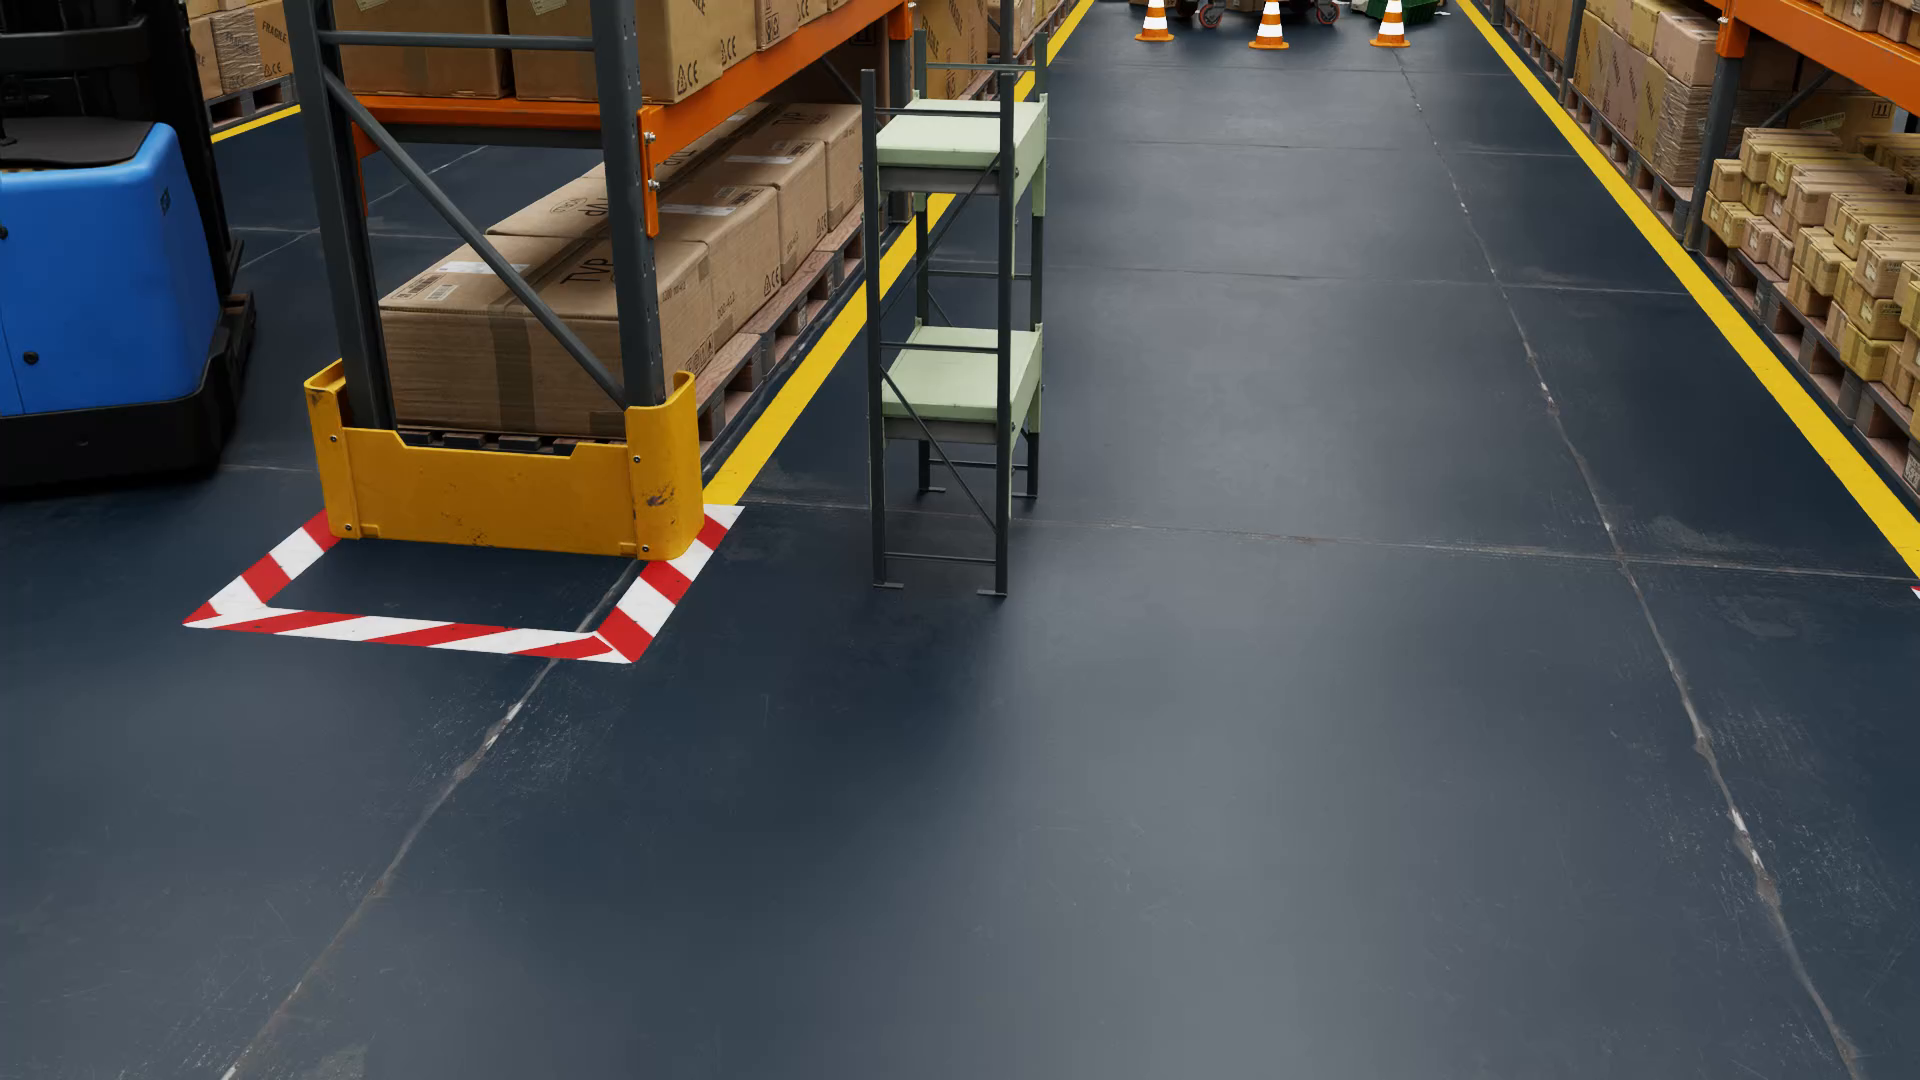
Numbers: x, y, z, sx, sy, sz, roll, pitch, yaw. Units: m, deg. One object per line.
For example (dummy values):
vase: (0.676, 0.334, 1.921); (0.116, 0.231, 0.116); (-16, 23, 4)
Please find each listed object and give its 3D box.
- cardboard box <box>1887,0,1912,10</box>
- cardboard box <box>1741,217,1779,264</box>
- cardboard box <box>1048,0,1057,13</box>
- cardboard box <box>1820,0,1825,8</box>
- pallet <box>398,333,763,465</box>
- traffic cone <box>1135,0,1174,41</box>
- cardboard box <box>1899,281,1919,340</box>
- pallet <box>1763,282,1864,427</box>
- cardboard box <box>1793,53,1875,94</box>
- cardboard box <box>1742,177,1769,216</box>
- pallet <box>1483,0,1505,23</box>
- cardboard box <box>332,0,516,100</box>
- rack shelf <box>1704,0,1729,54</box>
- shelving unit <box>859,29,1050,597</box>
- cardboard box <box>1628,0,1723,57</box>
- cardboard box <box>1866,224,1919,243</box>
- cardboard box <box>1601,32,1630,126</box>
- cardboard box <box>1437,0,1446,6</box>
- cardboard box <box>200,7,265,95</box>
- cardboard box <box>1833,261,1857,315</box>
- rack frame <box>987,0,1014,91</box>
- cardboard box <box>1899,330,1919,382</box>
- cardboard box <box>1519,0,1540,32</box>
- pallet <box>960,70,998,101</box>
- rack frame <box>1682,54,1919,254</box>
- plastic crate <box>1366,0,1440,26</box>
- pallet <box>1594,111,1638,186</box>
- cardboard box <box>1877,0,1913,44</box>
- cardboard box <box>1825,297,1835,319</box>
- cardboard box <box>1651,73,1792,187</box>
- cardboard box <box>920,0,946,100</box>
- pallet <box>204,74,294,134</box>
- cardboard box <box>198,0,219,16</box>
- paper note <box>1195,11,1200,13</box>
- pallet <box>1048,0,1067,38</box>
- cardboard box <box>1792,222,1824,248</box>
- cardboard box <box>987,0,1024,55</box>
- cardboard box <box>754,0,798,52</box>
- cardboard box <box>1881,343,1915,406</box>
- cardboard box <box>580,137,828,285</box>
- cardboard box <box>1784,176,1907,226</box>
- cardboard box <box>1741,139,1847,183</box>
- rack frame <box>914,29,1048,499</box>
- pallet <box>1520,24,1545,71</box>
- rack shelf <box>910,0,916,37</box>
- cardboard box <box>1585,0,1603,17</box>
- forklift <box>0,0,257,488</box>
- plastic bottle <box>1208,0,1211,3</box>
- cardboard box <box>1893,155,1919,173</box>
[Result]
cardboard box: (3.561, -2.131, 5.796); (0.500, 0.500, 0.500); (5, 26, 11)
cardboard box: (3.731, -1.333, 7.427); (0.380, 0.149, 0.250); (4, 25, 8)
cardboard box: (0.350, -4.909, 14.804); (0.950, 0.372, 0.625); (6, 26, 12)
cardboard box: (3.760, -2.232, 6.776); (0.380, 0.149, 0.250); (3, 25, 6)
pallet: (-1.360, -0.488, 6.043); (1.003, 0.211, 1.213); (4, 25, 9)
traffic cone: (1.726, -4.665, 14.670); (0.336, 0.463, 0.334); (4, 25, 9)
cardboard box: (3.338, -0.736, 5.449); (0.380, 0.149, 0.250); (3, 25, 7)
pallet: (3.868, -0.725, 6.550); (1.003, 0.211, 1.213); (4, 25, 9)
cardboard box: (4.522, -2.471, 8.560); (0.500, 0.250, 0.500); (3, 25, 6)
cardboard box: (3.813, -1.575, 7.594); (0.380, 0.149, 0.250); (4, 25, 9)
pallet: (5.649, -5.179, 16.064); (1.003, 0.211, 1.213); (4, 25, 9)
cardboard box: (-1.596, -1.676, 5.175); (0.500, 0.500, 0.500); (4, 25, 9)
rack shelf: (4.467, -3.294, 9.597); (1.077, 0.370, 4.000); (4, 25, 9)
shelving unit: (0.001, -0.682, 4.938); (0.431, 1.500, 0.755); (4, 25, 9)
cardboard box: (4.182, -2.946, 9.574); (0.500, 0.250, 0.500); (3, 25, 6)
cardboard box: (3.584, -1.058, 6.138); (0.380, 0.149, 0.250); (3, 25, 7)
cardboard box: (4.269, -2.810, 10.169); (0.500, 0.500, 0.500); (3, 25, 7)
cardboard box: (4.689, -5.718, 16.874); (0.500, 0.500, 0.500); (8, 26, 18)
cardboard box: (-5.102, -3.319, 11.256); (0.500, 0.500, 0.500); (3, 25, 7)
cardboard box: (3.507, -0.925, 6.205); (0.380, 0.149, 0.250); (5, 26, 11)
rack frame: (-0.106, -4.757, 11.874); (1.000, 3.000, 0.127); (4, 25, 9)
cardboard box: (3.375, -0.602, 5.514); (0.380, 0.149, 0.250); (3, 25, 6)
cardboard box: (5.274, -4.631, 13.764); (1.050, 0.750, 0.750); (4, 25, 9)
pallet: (-0.309, -3.169, 11.772); (1.003, 0.211, 1.213); (4, 25, 9)
rack frame: (4.140, -2.783, 7.657); (1.000, 3.000, 0.127); (4, 25, 9)
plastic crate: (4.184, -5.045, 15.739); (0.450, 0.188, 0.662); (29, 36, 30)
pallet: (4.463, -2.357, 10.038); (1.003, 0.211, 1.213); (4, 25, 9)
cardboard box: (3.606, -1.904, 6.076); (0.380, 0.149, 0.250); (5, 26, 10)
cardboard box: (3.624, -0.891, 6.484); (0.380, 0.149, 0.250); (5, 25, 10)
cardboard box: (4.013, -2.168, 8.797); (0.500, 0.500, 0.500); (4, 25, 8)
cardboard box: (-0.597, -2.955, 10.035); (0.875, 0.875, 0.875); (5, 26, 10)
pallet: (-5.364, -3.018, 11.448); (1.003, 0.211, 1.213); (4, 25, 9)
cardboard box: (-5.169, -3.575, 11.037); (0.380, 0.149, 0.250); (4, 25, 9)
paper note: (2.318, -5.188, 16.298); (0.148, 0.019, 0.142); (4, 25, 9)
pallet: (0.422, -4.841, 15.343); (1.003, 0.211, 1.213); (4, 25, 9)
cardboard box: (3.693, -1.245, 6.888); (0.380, 0.149, 0.250); (5, 26, 11)
cardboard box: (-0.004, -3.992, 12.845); (0.950, 0.372, 0.625); (2, 25, 5)
cardboard box: (-0.896, -2.062, 5.999); (0.500, 0.500, 0.500); (4, 25, 8)
cardboard box: (3.465, -0.567, 5.790); (0.380, 0.149, 0.250); (4, 25, 9)
cardboard box: (-1.114, -1.484, 7.409); (0.875, 0.438, 0.875); (3, 25, 7)
cardboard box: (3.641, -1.390, 6.847); (0.380, 0.149, 0.250); (5, 25, 10)
cardboard box: (3.776, -1.711, 7.532); (0.380, 0.149, 0.250); (5, 26, 11)
rack frame: (0.061, -0.835, 5.265); (0.400, 1.500, 0.023); (4, 25, 9)
pallet: (5.199, -4.026, 13.603); (1.003, 0.211, 1.213); (4, 25, 9)
rack shelf: (-0.433, -3.594, 10.239); (1.077, 0.370, 4.000); (4, 25, 9)
cardboard box: (4.443, -3.582, 10.933); (0.500, 0.250, 0.500); (3, 25, 6)
forklift: (-3.486, -2.058, 6.190); (1.130, 2.935, 3.031); (-8, 26, -16)
plastic bottle: (2.609, -5.508, 16.946); (0.133, 0.061, 0.283); (8, 26, 18)
cardboard box: (4.303, -1.570, 7.232); (0.380, 0.149, 0.250); (4, 25, 8)
